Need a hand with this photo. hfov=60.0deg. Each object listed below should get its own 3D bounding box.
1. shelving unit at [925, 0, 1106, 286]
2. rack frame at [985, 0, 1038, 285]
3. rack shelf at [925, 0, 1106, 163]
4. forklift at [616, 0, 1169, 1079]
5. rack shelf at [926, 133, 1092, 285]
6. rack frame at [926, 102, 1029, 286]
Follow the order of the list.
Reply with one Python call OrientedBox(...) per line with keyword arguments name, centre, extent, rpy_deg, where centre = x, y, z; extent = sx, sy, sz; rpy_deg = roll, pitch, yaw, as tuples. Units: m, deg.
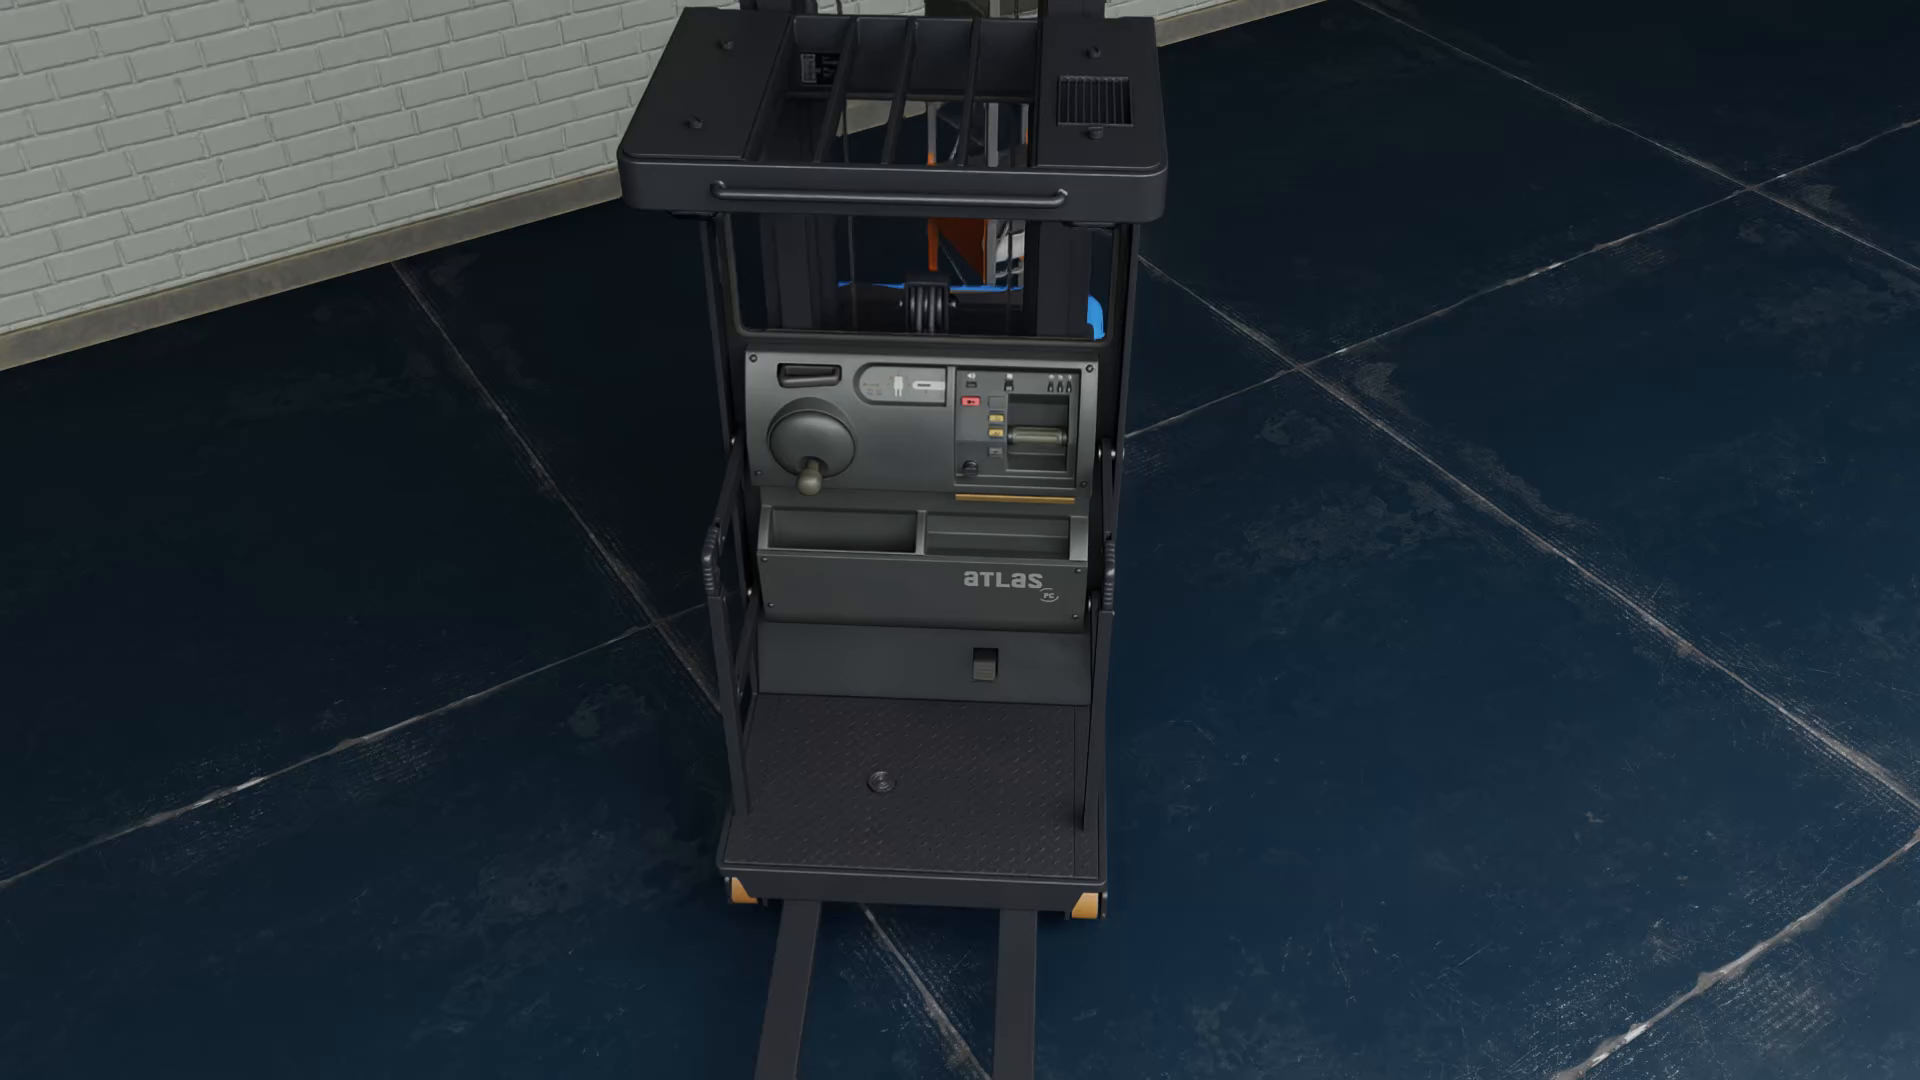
OrientedBox(name="shelving unit", centre=(0.169, -1.091, 5.919), extent=(0.431, 2.100, 0.503), rpy_deg=(-16, 42, -19))
OrientedBox(name="rack frame", centre=(0.271, -0.949, 5.749), extent=(0.400, 2.100, 0.015), rpy_deg=(-16, 42, -19))
OrientedBox(name="rack shelf", centre=(0.169, -1.618, 5.480), extent=(0.431, 0.518, 0.480), rpy_deg=(-16, 42, -19))
OrientedBox(name="forklift", centre=(-0.114, -0.229, 4.235), extent=(1.130, 2.935, 3.031), rpy_deg=(2, 40, 2))
OrientedBox(name="rack shelf", centre=(0.169, -1.081, 5.928), extent=(0.431, 0.518, 0.480), rpy_deg=(-16, 42, -19))
OrientedBox(name="rack frame", centre=(0.068, -1.233, 6.090), extent=(0.400, 2.100, 0.015), rpy_deg=(-16, 42, -19))
